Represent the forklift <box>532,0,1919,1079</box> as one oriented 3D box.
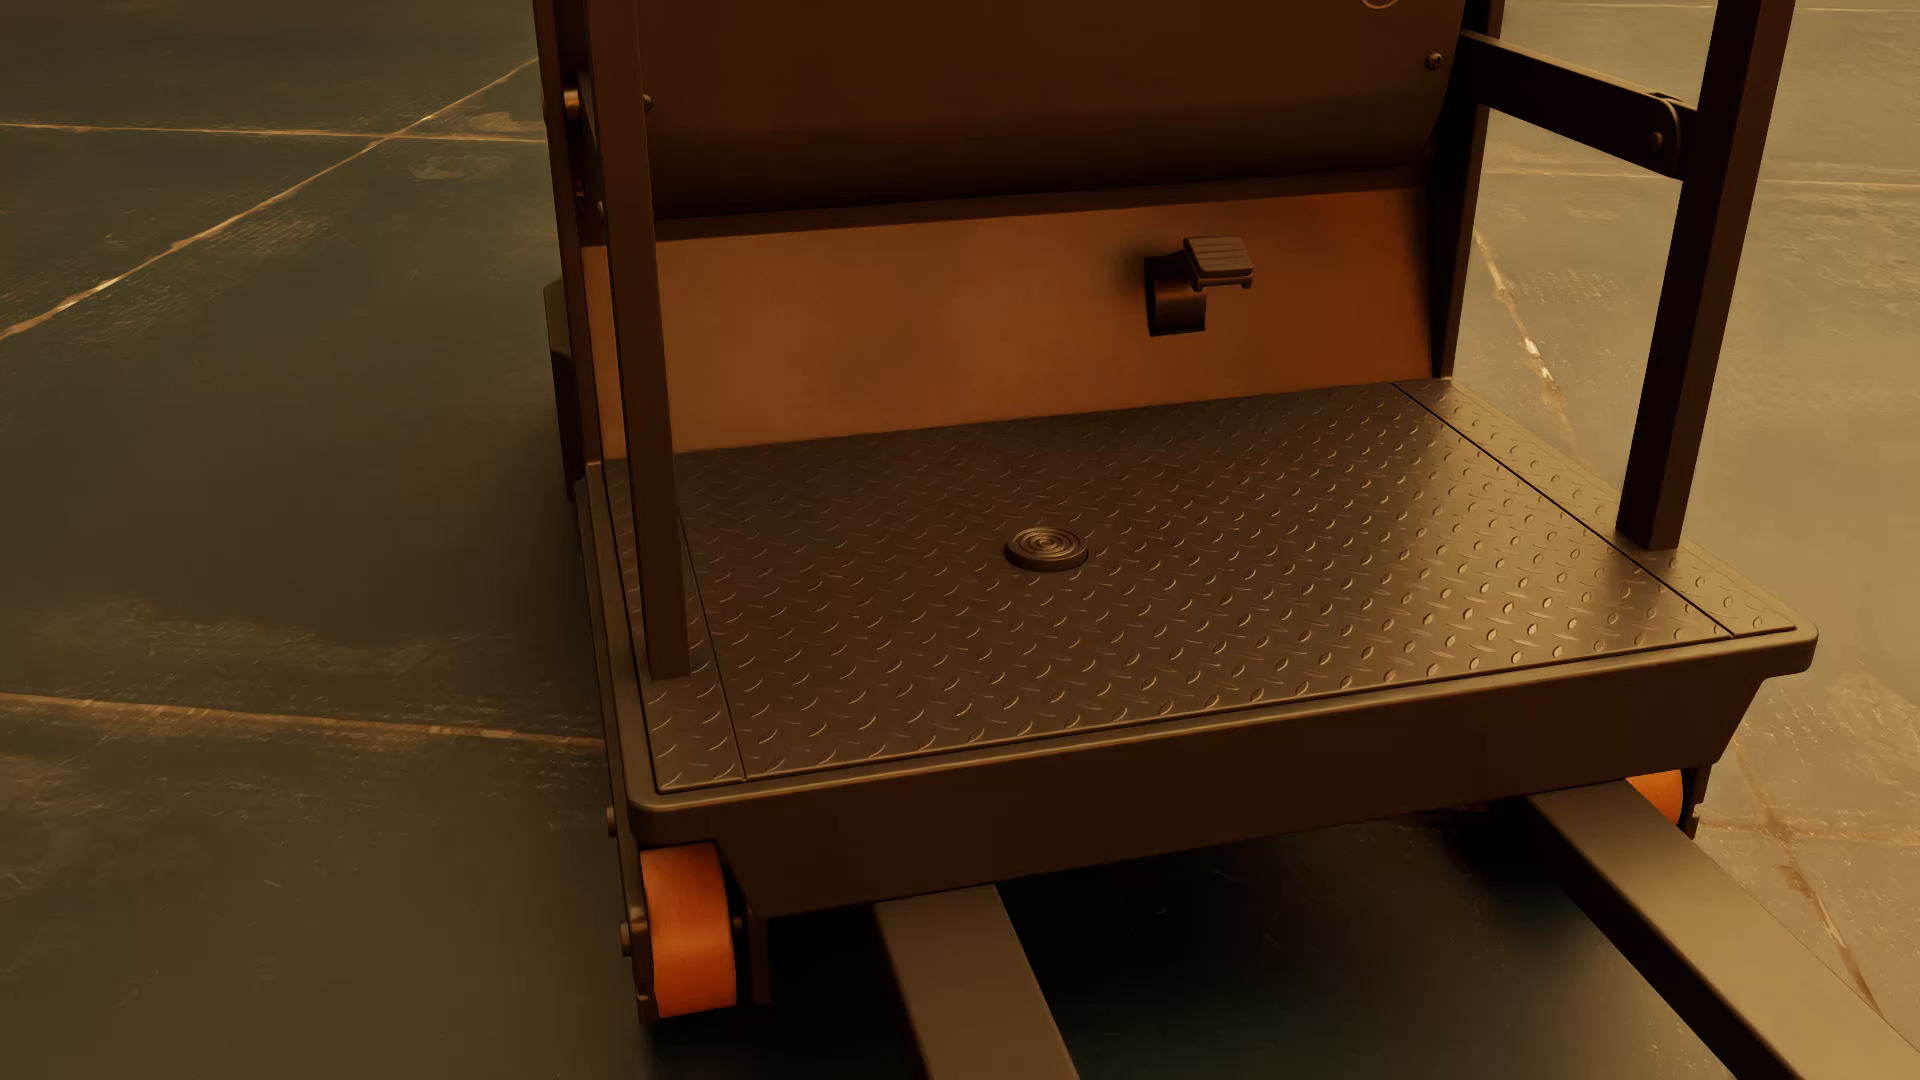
[{"bbox_3d":[0.153,-1.049,1.319,1.130,2.935,3.031,-7,27,-13],"label":"forklift"}]
